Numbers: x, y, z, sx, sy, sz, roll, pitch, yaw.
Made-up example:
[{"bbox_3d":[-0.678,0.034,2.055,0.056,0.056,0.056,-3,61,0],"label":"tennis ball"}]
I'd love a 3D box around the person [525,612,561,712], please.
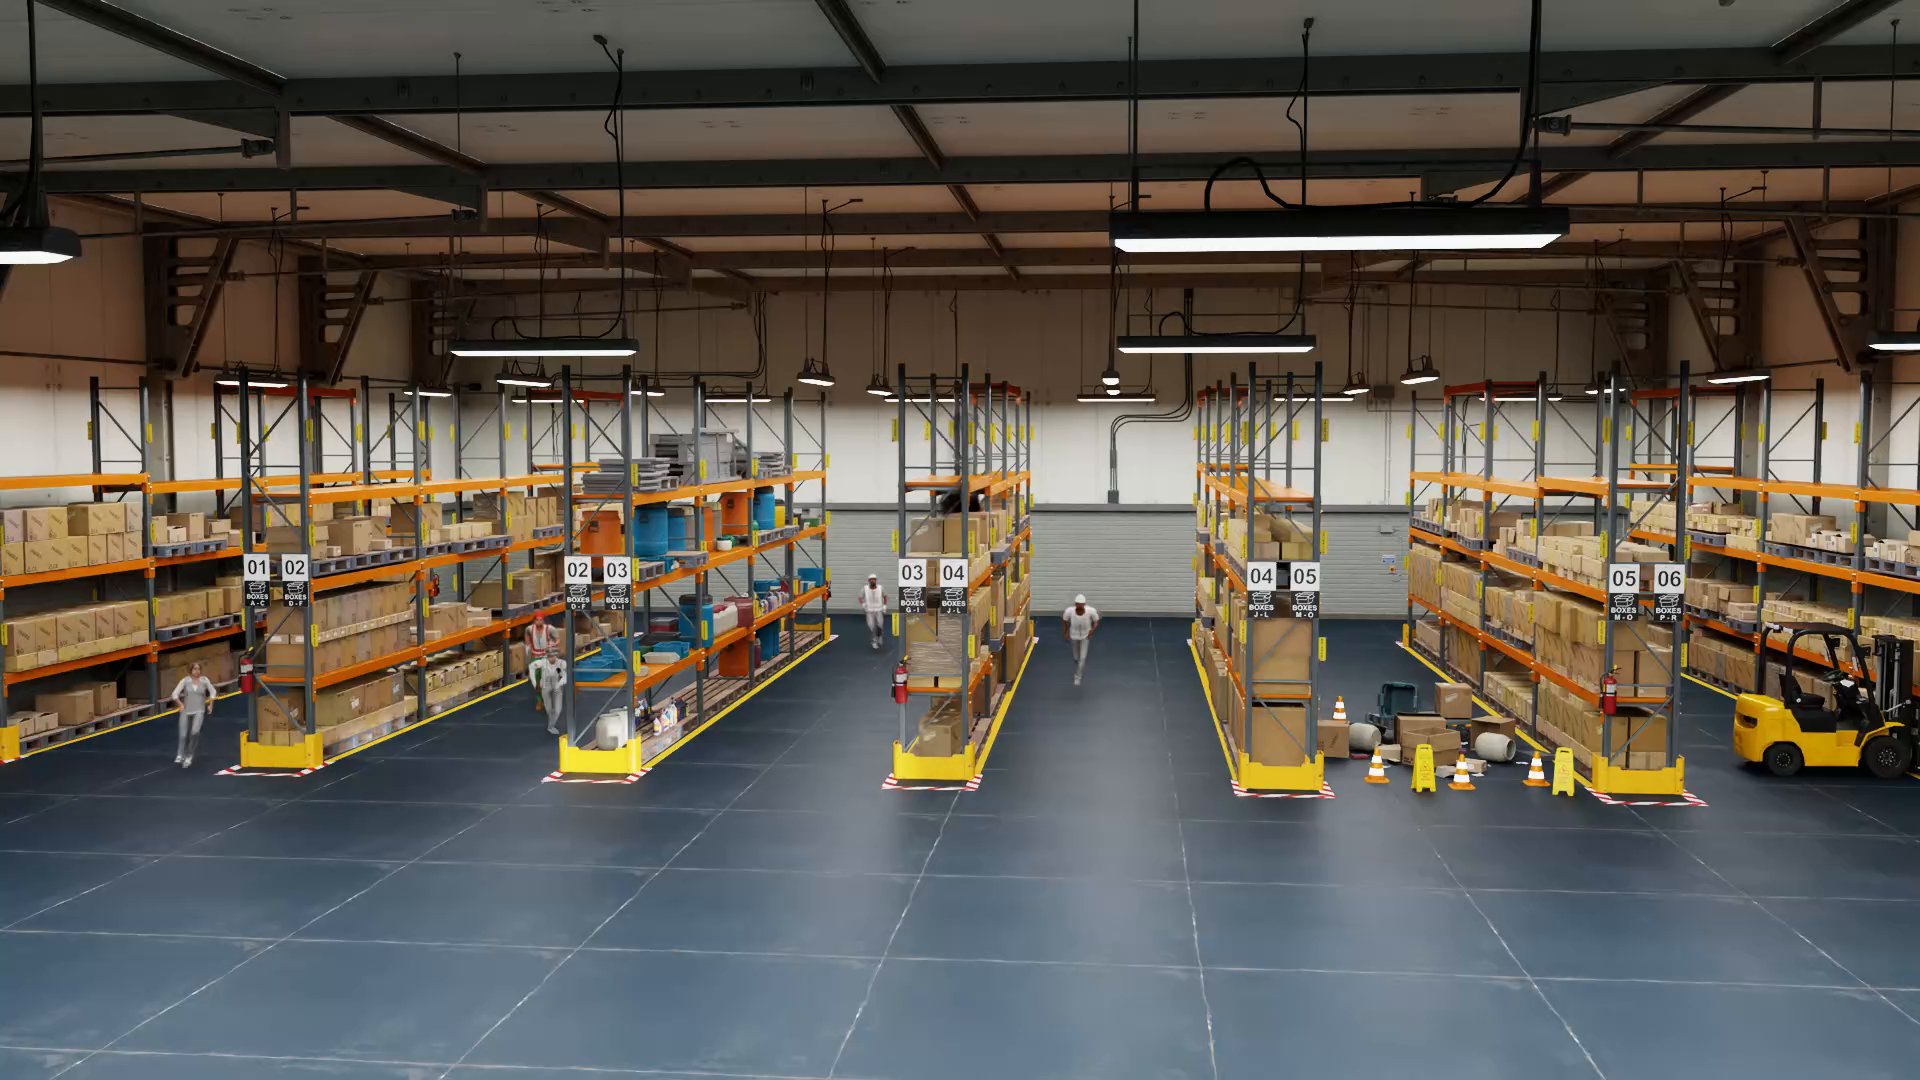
[{"bbox_3d":[-7.635,2.173,30.437,0.661,1.776,1.134,-1,4,-8],"label":"person"}]

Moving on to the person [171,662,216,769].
[{"bbox_3d":[-11.524,2.629,25.015,0.602,1.559,0.611,-1,4,-21],"label":"person"}]

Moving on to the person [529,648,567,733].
[{"bbox_3d":[-6.807,2.502,27.540,0.640,1.487,0.748,-1,4,-16],"label":"person"}]

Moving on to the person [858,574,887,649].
[{"bbox_3d":[-2.022,1.658,38.625,0.690,1.744,0.583,0,4,-5],"label":"person"}]

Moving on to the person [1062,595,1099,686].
[{"bbox_3d":[2.281,1.870,31.417,0.699,1.706,0.886,0,4,3],"label":"person"}]
